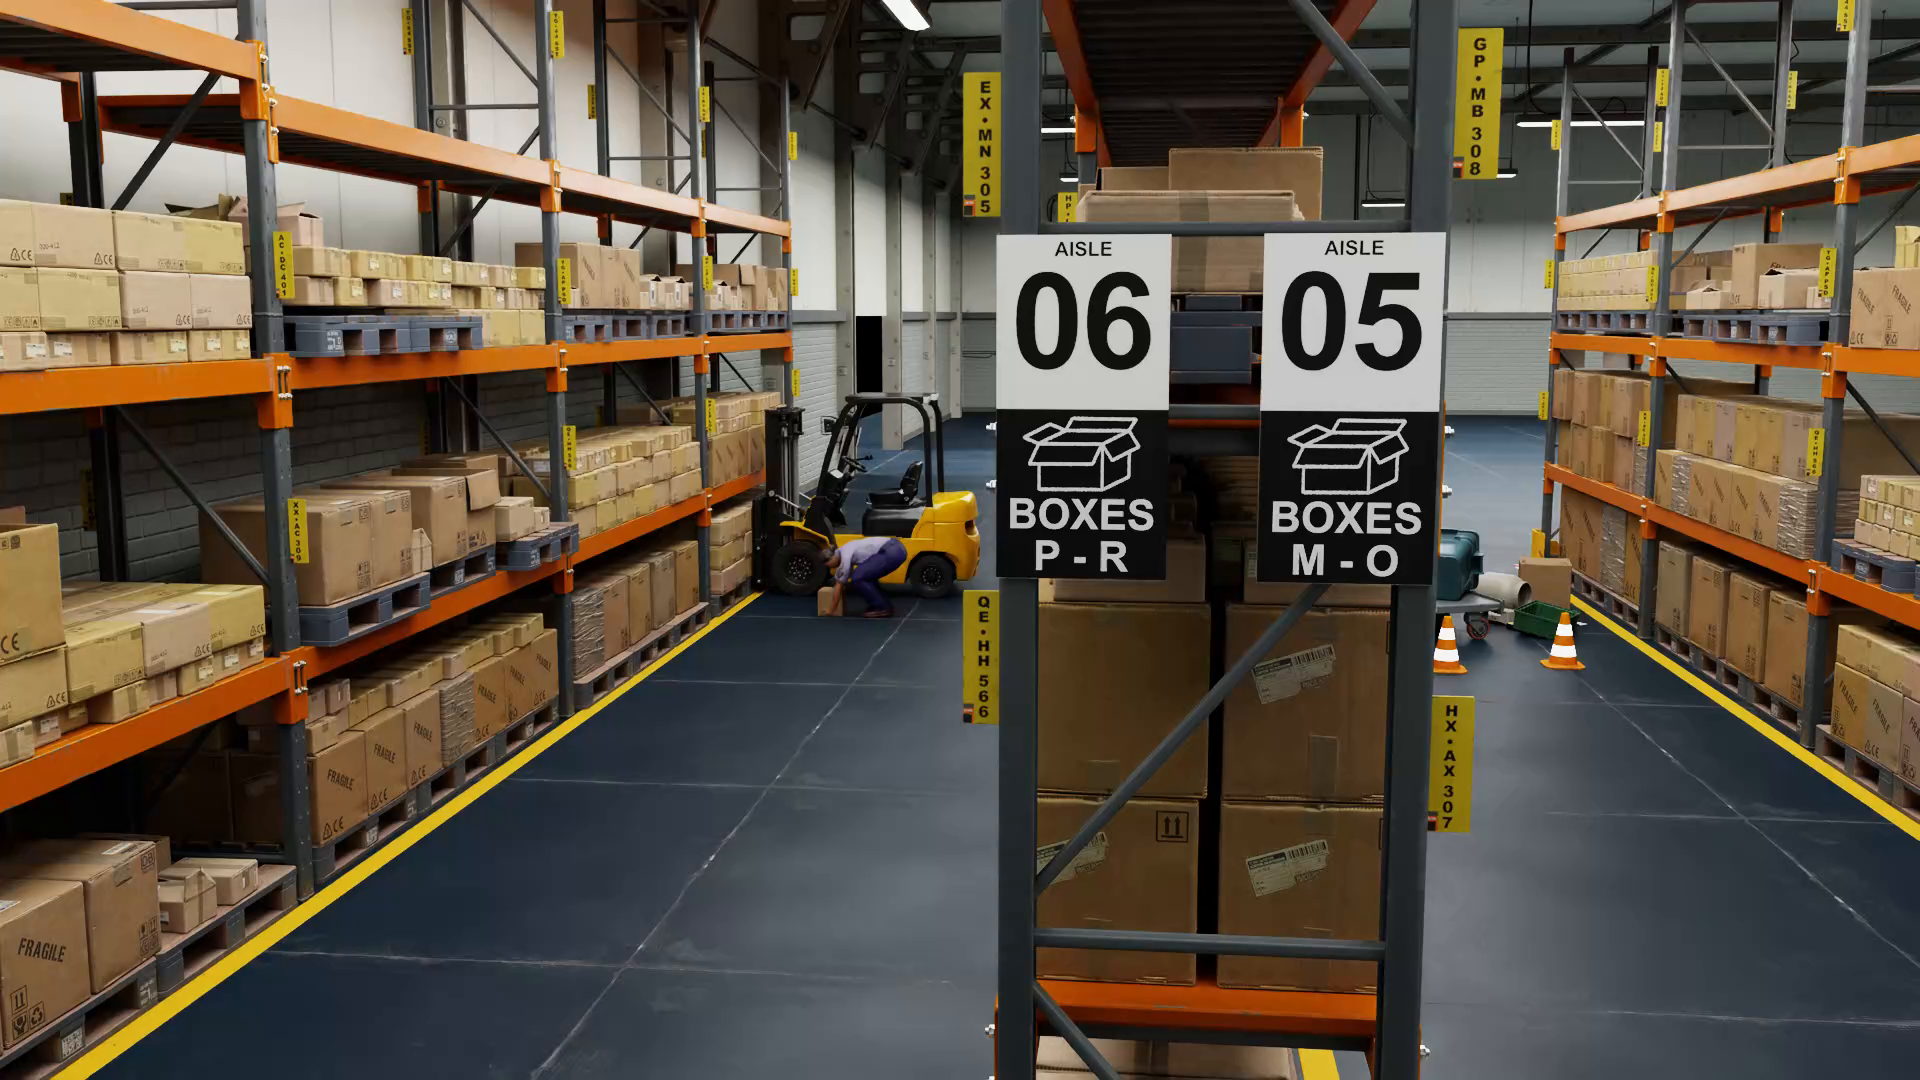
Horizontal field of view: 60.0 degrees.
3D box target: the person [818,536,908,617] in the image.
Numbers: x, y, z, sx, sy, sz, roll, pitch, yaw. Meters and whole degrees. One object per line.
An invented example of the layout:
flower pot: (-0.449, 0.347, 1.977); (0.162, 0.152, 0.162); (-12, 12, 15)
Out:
person: (-0.988, 0.369, 16.830); (0.903, 0.807, 0.523); (1, 8, 4)
